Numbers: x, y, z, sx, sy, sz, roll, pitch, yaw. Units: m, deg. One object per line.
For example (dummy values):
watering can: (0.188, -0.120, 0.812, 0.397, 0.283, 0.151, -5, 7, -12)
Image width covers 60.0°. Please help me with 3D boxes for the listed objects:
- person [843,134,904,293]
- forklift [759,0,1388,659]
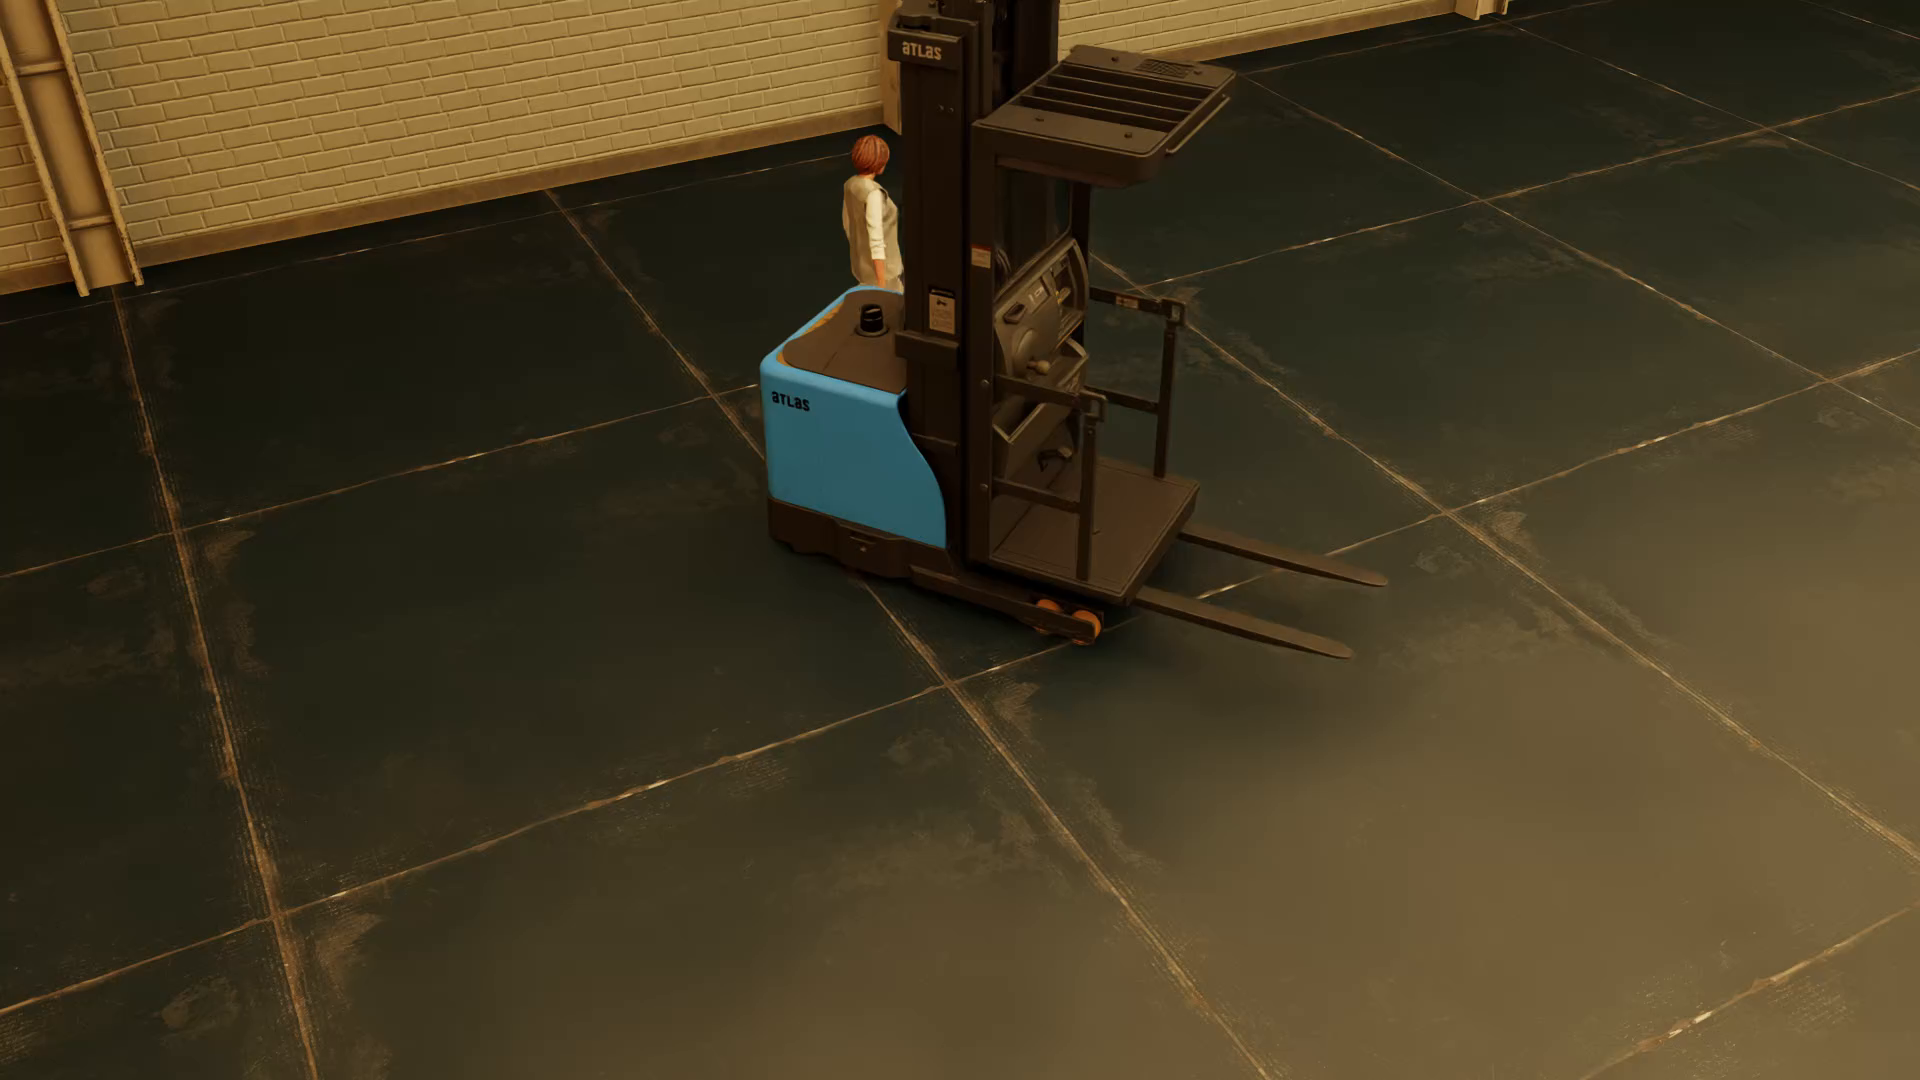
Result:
person: (-0.542, -1.536, 9.528, 0.436, 1.518, 0.734, -12, 37, -16)
forklift: (0.561, -1.045, 7.601, 3.031, 2.935, 1.130, 16, 38, 22)
